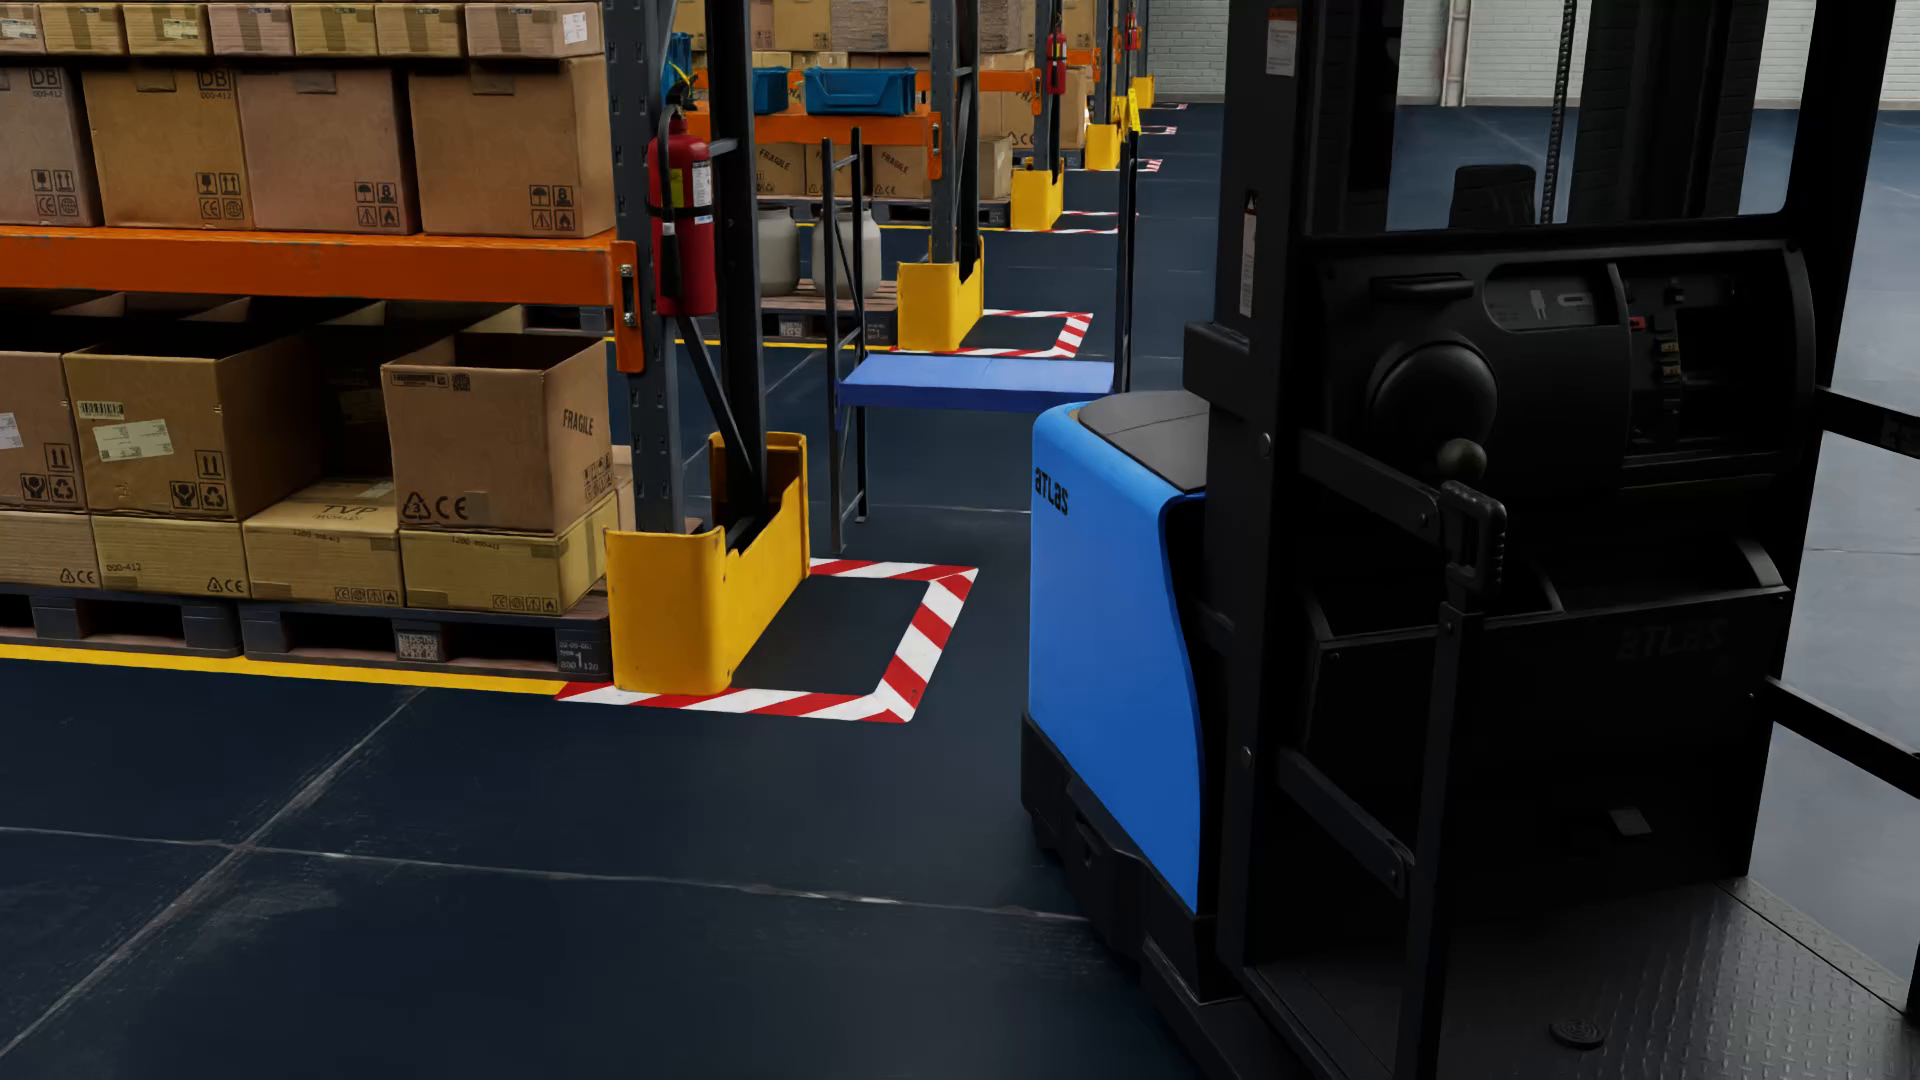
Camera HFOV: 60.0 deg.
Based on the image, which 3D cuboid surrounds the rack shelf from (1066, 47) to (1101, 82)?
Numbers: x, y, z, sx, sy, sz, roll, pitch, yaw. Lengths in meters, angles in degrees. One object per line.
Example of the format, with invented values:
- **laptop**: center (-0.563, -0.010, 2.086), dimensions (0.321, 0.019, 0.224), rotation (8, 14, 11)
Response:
- **rack shelf**: center (-0.326, -5.561, 19.329), dimensions (4.000, 0.370, 1.077), rotation (3, 19, 9)

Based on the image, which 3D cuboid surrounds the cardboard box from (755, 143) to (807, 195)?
- **cardboard box**: center (-1.606, -3.402, 15.021), dimensions (0.500, 0.500, 0.500), rotation (1, 19, 4)

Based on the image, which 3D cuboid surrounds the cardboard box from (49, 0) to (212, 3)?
- **cardboard box**: center (-2.341, -1.892, 5.028), dimensions (0.500, 0.500, 0.700), rotation (3, 19, 9)

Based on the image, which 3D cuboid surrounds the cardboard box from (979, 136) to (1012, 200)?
- **cardboard box**: center (0.149, -3.303, 14.725), dimensions (0.500, 0.500, 0.500), rotation (7, 20, 19)

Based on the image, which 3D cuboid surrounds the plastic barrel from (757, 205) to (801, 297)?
- **plastic barrel**: center (-1.180, -1.755, 10.079), dimensions (0.421, 0.512, 0.421), rotation (0, 18, 0)

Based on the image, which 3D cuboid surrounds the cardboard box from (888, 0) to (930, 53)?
- **cardboard box**: center (-0.289, -4.465, 14.294), dimensions (0.500, 0.500, 0.875), rotation (3, 19, 9)

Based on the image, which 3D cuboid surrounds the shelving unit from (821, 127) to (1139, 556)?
- **shelving unit**: center (0.084, -0.707, 6.052), dimensions (1.048, 1.500, 0.538), rotation (3, 19, 9)

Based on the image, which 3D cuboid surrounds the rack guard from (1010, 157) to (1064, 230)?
- **rack guard**: center (0.688, -3.071, 14.693), dimensions (0.348, 0.500, 1.175), rotation (3, 19, 9)

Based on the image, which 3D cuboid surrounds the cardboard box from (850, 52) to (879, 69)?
- **cardboard box**: center (-0.788, -4.141, 14.348), dimensions (0.250, 0.149, 0.380), rotation (3, 19, 9)

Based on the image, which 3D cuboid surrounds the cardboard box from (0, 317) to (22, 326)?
- **cardboard box**: center (-3.366, -0.430, 5.350), dimensions (0.500, 0.500, 0.500), rotation (3, 19, 9)

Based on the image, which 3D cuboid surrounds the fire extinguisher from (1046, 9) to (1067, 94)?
- **fire extinguisher**: center (0.803, -4.066, 13.849), dimensions (0.183, 0.674, 0.296), rotation (3, 19, 9)

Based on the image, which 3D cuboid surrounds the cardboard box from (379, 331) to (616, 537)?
- **cardboard box**: center (-1.389, -0.334, 5.063), dimensions (0.500, 0.500, 0.500), rotation (3, 19, 9)

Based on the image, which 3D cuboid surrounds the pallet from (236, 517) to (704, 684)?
- **pallet**: center (-1.574, 0.148, 5.529), dimensions (1.213, 0.211, 1.003), rotation (3, 19, 9)

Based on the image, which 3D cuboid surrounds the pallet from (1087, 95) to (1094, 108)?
- **pallet**: center (2.356, -7.616, 28.731), dimensions (1.213, 0.211, 1.003), rotation (3, 19, 9)

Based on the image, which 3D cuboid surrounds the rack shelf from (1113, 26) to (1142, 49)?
- **rack shelf**: center (1.143, -8.672, 28.627), dimensions (4.000, 0.370, 1.077), rotation (3, 19, 9)

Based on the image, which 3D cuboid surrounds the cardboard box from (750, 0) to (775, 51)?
- **cardboard box**: center (-1.755, -4.571, 14.609), dimensions (0.500, 0.500, 0.875), rotation (3, 19, 9)

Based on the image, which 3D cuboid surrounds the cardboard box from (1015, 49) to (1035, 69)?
- **cardboard box**: center (0.519, -4.222, 14.591), dimensions (0.250, 0.149, 0.380), rotation (3, 19, 9)

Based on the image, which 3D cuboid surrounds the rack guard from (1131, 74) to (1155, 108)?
- **rack guard**: center (3.142, -7.726, 28.606), dimensions (0.348, 0.500, 1.175), rotation (3, 19, 9)

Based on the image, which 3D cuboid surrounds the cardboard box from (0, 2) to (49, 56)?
- **cardboard box**: center (-2.752, -1.541, 5.002), dimensions (0.250, 0.149, 0.380), rotation (3, 19, 8)

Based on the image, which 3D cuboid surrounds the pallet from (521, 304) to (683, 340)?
- **pallet**: center (-2.108, -1.472, 10.371), dimensions (1.213, 0.211, 1.003), rotation (3, 19, 9)

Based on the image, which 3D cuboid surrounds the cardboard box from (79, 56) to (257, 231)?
- **cardboard box**: center (-2.280, -1.276, 5.231), dimensions (0.500, 0.500, 0.700), rotation (3, 19, 9)

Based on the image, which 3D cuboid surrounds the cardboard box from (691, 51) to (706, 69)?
- **cardboard box**: center (-2.278, -4.200, 14.523), dimensions (0.250, 0.149, 0.380), rotation (3, 19, 9)

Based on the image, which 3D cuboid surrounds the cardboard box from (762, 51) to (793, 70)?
- **cardboard box**: center (-1.539, -4.158, 14.400), dimensions (0.250, 0.149, 0.380), rotation (3, 19, 9)

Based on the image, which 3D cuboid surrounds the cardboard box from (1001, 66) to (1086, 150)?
- **cardboard box**: center (0.969, -5.006, 19.225), dimensions (0.875, 0.875, 0.875), rotation (3, 19, 9)

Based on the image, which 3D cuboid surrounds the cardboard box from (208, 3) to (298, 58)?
- **cardboard box**: center (-1.979, -1.503, 4.887), dimensions (0.250, 0.149, 0.380), rotation (3, 19, 9)

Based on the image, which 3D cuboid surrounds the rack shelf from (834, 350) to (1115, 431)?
- **rack shelf**: center (0.084, -0.536, 6.109), dimensions (1.000, 0.185, 0.538), rotation (3, 19, 9)

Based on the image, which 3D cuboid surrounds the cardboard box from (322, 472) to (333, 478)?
- **cardboard box**: center (-2.294, -0.190, 5.817), dimensions (0.500, 0.250, 0.500), rotation (3, 19, 9)

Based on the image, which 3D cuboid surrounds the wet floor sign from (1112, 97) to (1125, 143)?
- **wet floor sign**: center (1.992, -5.304, 21.137), dimensions (0.232, 0.644, 0.267), rotation (0, 19, -1)

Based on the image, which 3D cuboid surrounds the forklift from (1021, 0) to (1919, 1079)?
- **forklift**: center (1.073, -0.287, 2.542), dimensions (1.130, 2.935, 3.031), rotation (-6, 19, -16)

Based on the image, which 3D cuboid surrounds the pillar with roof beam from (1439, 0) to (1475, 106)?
- **pillar with roof beam**: center (7.815, -10.424, 23.276), dimensions (0.400, 9.000, 9.100), rotation (3, 19, 9)

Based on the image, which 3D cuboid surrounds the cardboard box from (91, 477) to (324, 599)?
- **cardboard box**: center (-2.378, -0.025, 5.322), dimensions (0.500, 0.250, 0.500), rotation (3, 19, 9)

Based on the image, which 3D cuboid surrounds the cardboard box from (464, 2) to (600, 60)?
- **cardboard box**: center (-1.220, -1.464, 4.771), dimensions (0.250, 0.149, 0.380), rotation (3, 19, 8)

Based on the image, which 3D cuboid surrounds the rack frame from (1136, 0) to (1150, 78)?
- **rack frame**: center (3.118, -8.913, 28.213), dimensions (0.127, 3.000, 1.000), rotation (3, 19, 9)

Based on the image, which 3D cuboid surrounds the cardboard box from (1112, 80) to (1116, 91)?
- **cardboard box**: center (2.604, -7.732, 28.357), dimensions (0.500, 0.250, 0.500), rotation (3, 19, 9)

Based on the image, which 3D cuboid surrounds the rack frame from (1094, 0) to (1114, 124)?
- **rack frame**: center (1.649, -5.801, 18.914), dimensions (0.127, 3.000, 1.000), rotation (3, 19, 9)

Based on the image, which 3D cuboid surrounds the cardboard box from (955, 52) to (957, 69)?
- **cardboard box**: center (-0.053, -4.092, 14.202), dimensions (0.250, 0.149, 0.380), rotation (3, 19, 9)

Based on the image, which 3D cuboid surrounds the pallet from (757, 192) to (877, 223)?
- **pallet**: center (-1.310, -3.048, 15.080), dimensions (1.213, 0.211, 1.003), rotation (3, 19, 9)

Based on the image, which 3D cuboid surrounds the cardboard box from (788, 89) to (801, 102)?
- **cardboard box**: center (-1.690, -5.141, 19.626), dimensions (0.875, 0.875, 0.875), rotation (3, 19, 9)

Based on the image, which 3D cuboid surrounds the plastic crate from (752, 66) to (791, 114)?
- **plastic crate**: center (-1.205, -2.596, 9.570), dimensions (0.408, 0.251, 0.499), rotation (3, 19, 9)

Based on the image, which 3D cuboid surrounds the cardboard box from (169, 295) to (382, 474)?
- **cardboard box**: center (-2.296, -0.542, 5.687), dimensions (0.500, 0.500, 0.500), rotation (3, 19, 9)
